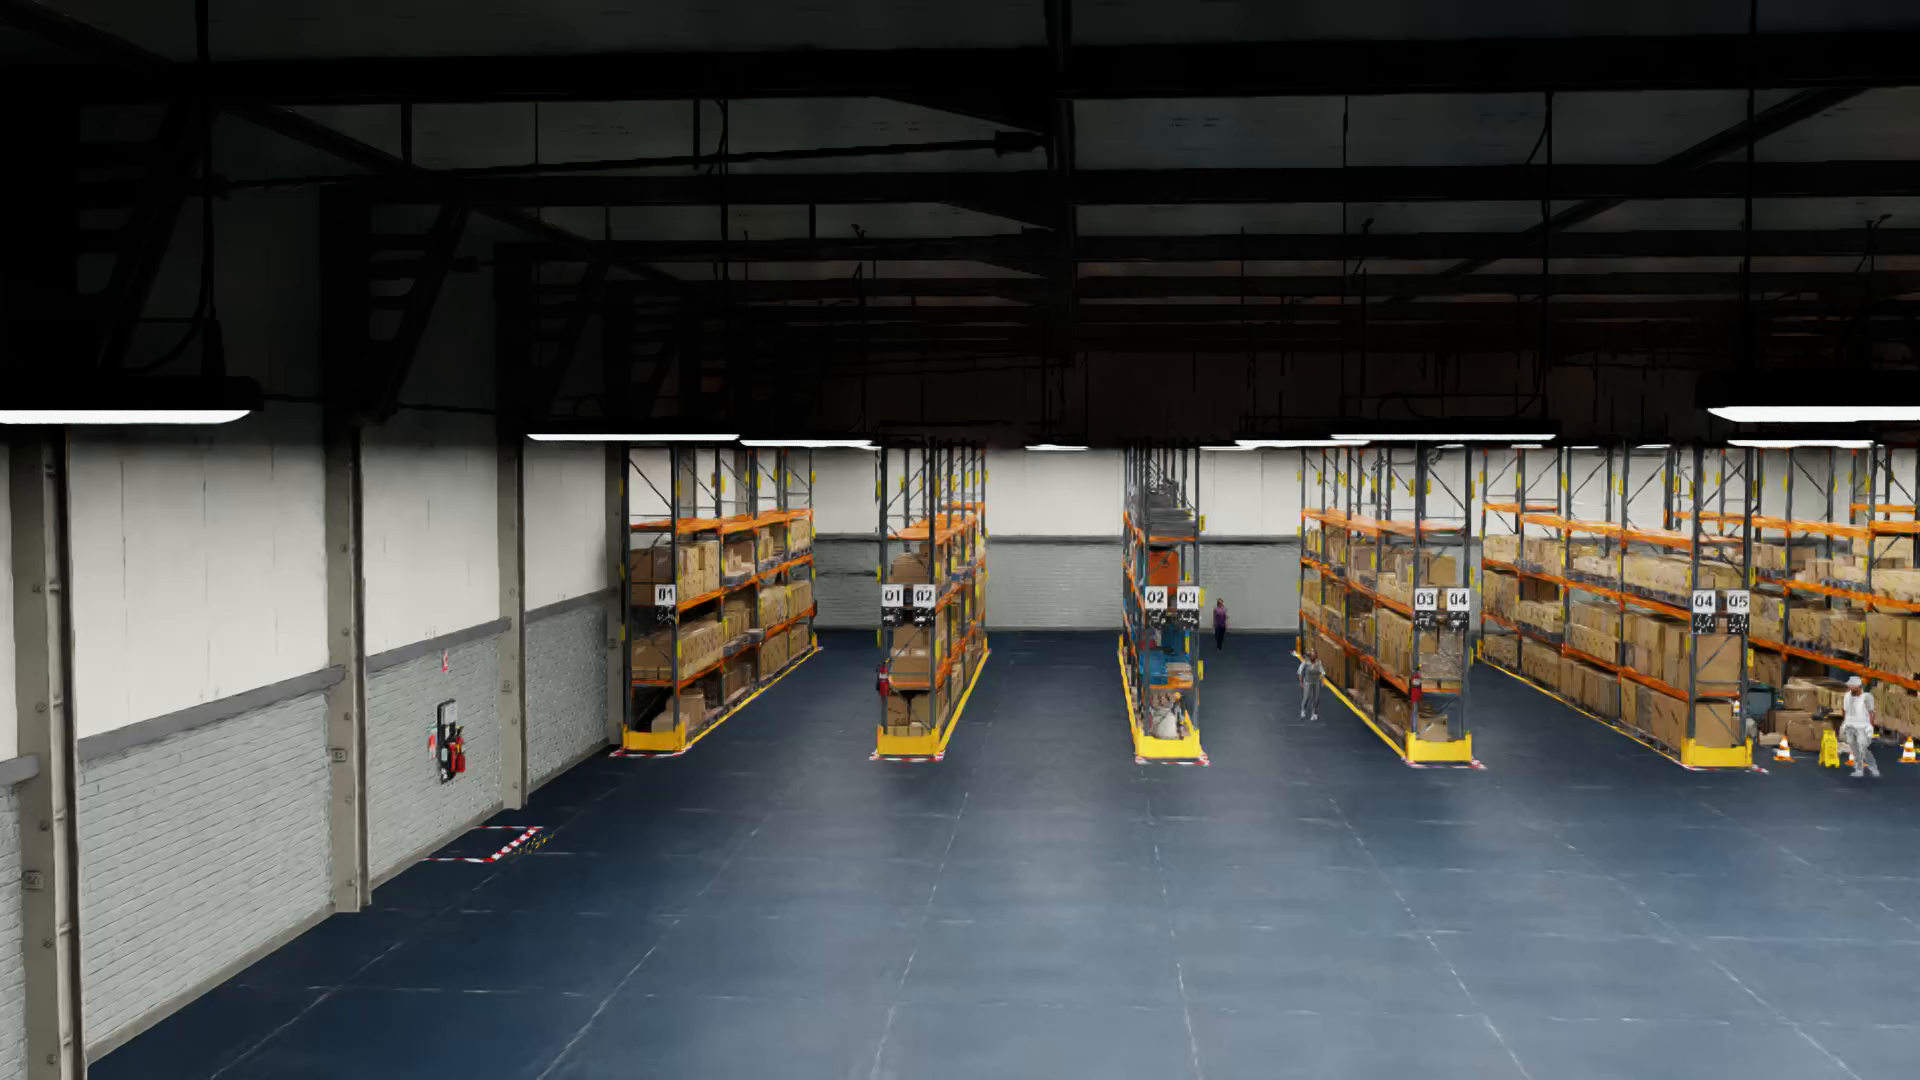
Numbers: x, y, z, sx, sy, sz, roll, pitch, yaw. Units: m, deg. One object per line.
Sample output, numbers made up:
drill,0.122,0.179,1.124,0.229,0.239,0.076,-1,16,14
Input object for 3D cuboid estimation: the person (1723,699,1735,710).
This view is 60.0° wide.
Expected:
person,16.599,2.940,36.088,0.582,1.661,0.554,2,4,34

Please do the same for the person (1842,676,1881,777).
person,15.751,3.264,29.097,0.450,1.774,0.695,-2,3,-28

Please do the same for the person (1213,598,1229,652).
person,7.450,2.406,47.485,0.432,1.539,0.947,0,3,3

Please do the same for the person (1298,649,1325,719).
person,7.480,3.062,35.441,0.566,1.541,0.519,0,3,1
